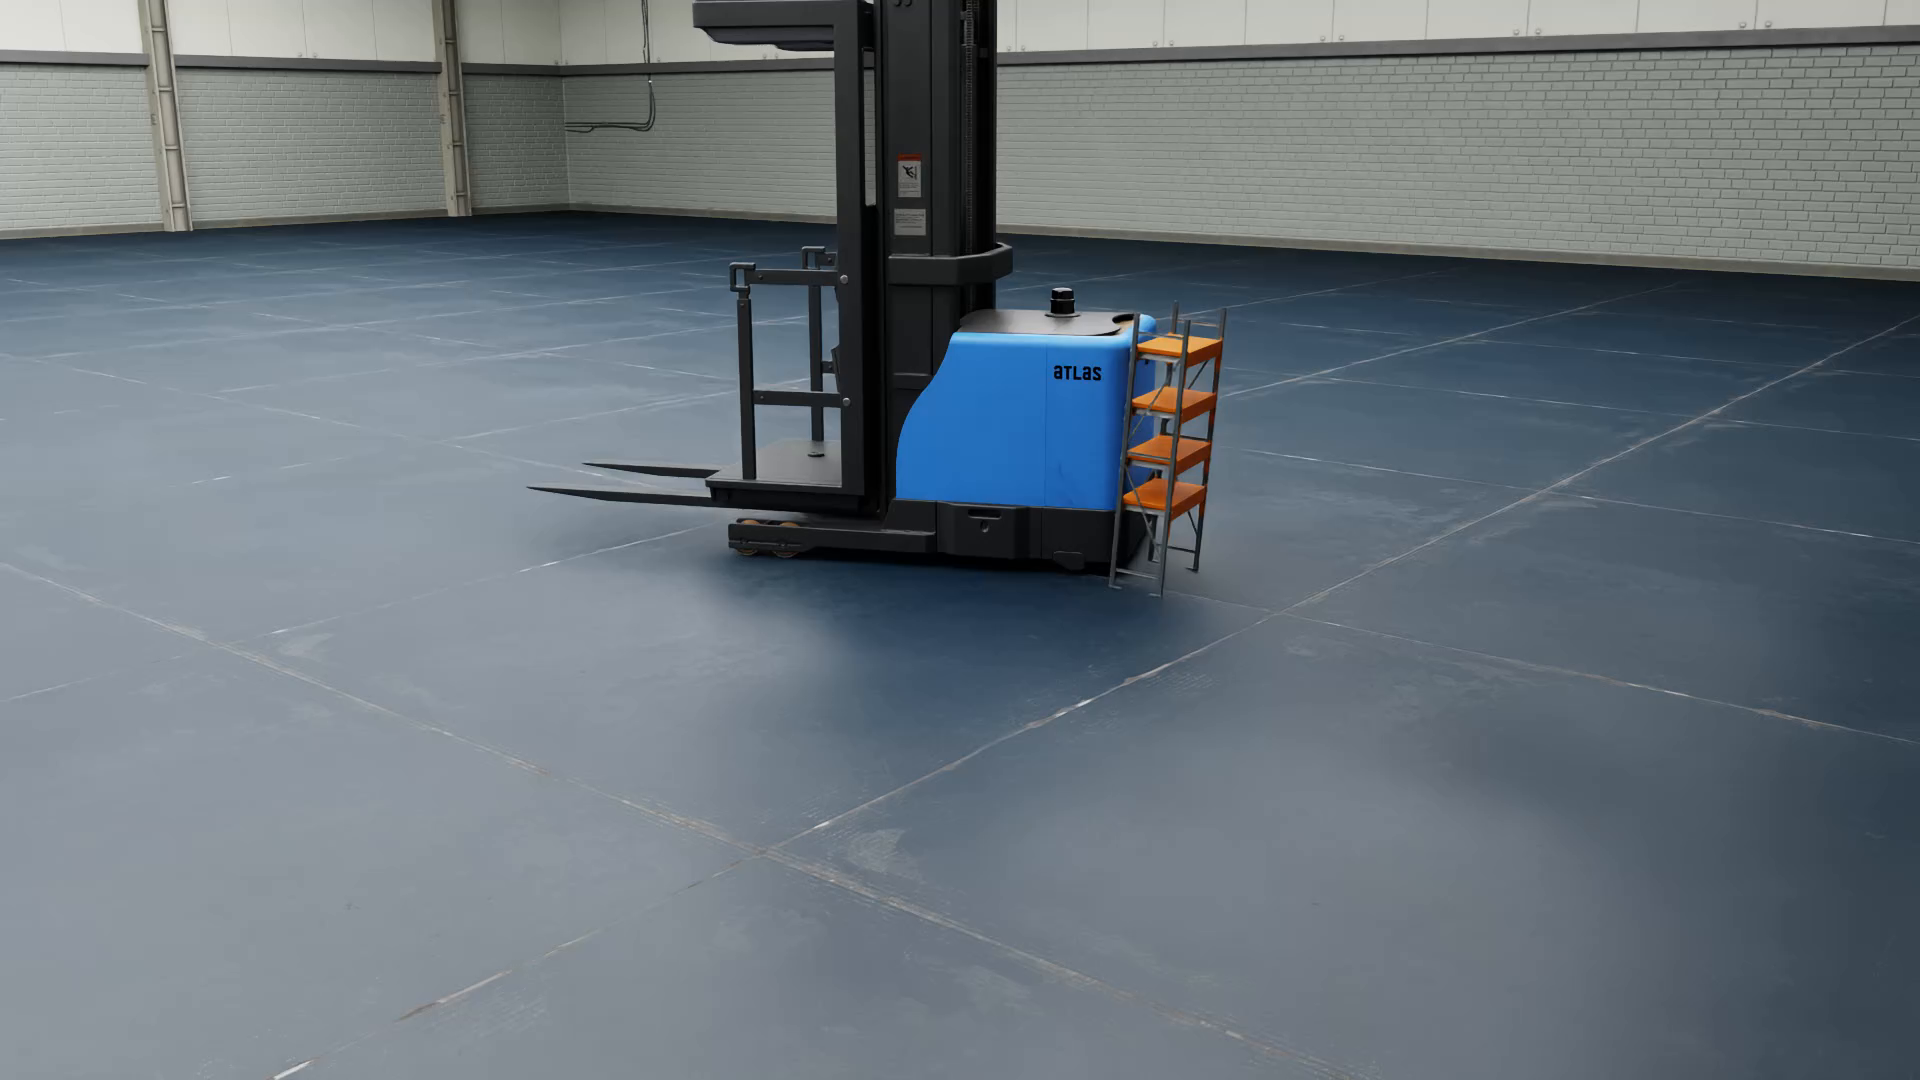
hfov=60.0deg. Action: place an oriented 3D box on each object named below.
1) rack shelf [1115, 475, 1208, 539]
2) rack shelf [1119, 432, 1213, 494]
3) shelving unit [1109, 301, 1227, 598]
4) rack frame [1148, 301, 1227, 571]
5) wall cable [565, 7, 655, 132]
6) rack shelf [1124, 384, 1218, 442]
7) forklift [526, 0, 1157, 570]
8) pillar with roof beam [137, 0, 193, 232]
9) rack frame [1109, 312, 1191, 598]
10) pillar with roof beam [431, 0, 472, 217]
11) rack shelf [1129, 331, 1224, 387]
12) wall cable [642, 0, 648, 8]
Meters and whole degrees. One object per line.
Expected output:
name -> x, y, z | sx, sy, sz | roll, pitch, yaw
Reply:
rack shelf -> 0.889, -0.150, 7.316 | 0.258, 0.148, 0.480 | 11, 18, 24
rack shelf -> 0.901, -0.340, 7.261 | 0.258, 0.148, 0.480 | 11, 18, 24
shelving unit -> 0.906, -0.405, 7.243 | 0.258, 1.200, 0.503 | 11, 18, 24
rack frame -> 1.014, -0.459, 7.455 | 0.240, 1.200, 0.015 | 11, 18, 24
wall cable -> -7.612, -10.011, 35.561 | 3.097, 2.526, 0.112 | 11, 18, 38
rack shelf -> 0.916, -0.554, 7.199 | 0.258, 0.148, 0.480 | 11, 18, 24
forklift -> -0.607, -1.458, 7.909 | 3.031, 2.935, 1.130 | 4, 15, 14
pillar with roof beam -> -10.914, -9.341, 26.618 | 9.100, 9.000, 0.400 | 11, 18, 38
rack frame -> 0.798, -0.351, 7.031 | 0.240, 1.200, 0.015 | 11, 18, 24
pillar with roof beam -> -7.143, -10.490, 31.141 | 9.100, 9.000, 0.400 | 11, 18, 38
rack shelf -> 0.931, -0.781, 7.134 | 0.258, 0.148, 0.480 | 11, 18, 24
wall cable -> -5.507, -12.040, 33.291 | 3.097, 2.526, 0.112 | 11, 18, 38
